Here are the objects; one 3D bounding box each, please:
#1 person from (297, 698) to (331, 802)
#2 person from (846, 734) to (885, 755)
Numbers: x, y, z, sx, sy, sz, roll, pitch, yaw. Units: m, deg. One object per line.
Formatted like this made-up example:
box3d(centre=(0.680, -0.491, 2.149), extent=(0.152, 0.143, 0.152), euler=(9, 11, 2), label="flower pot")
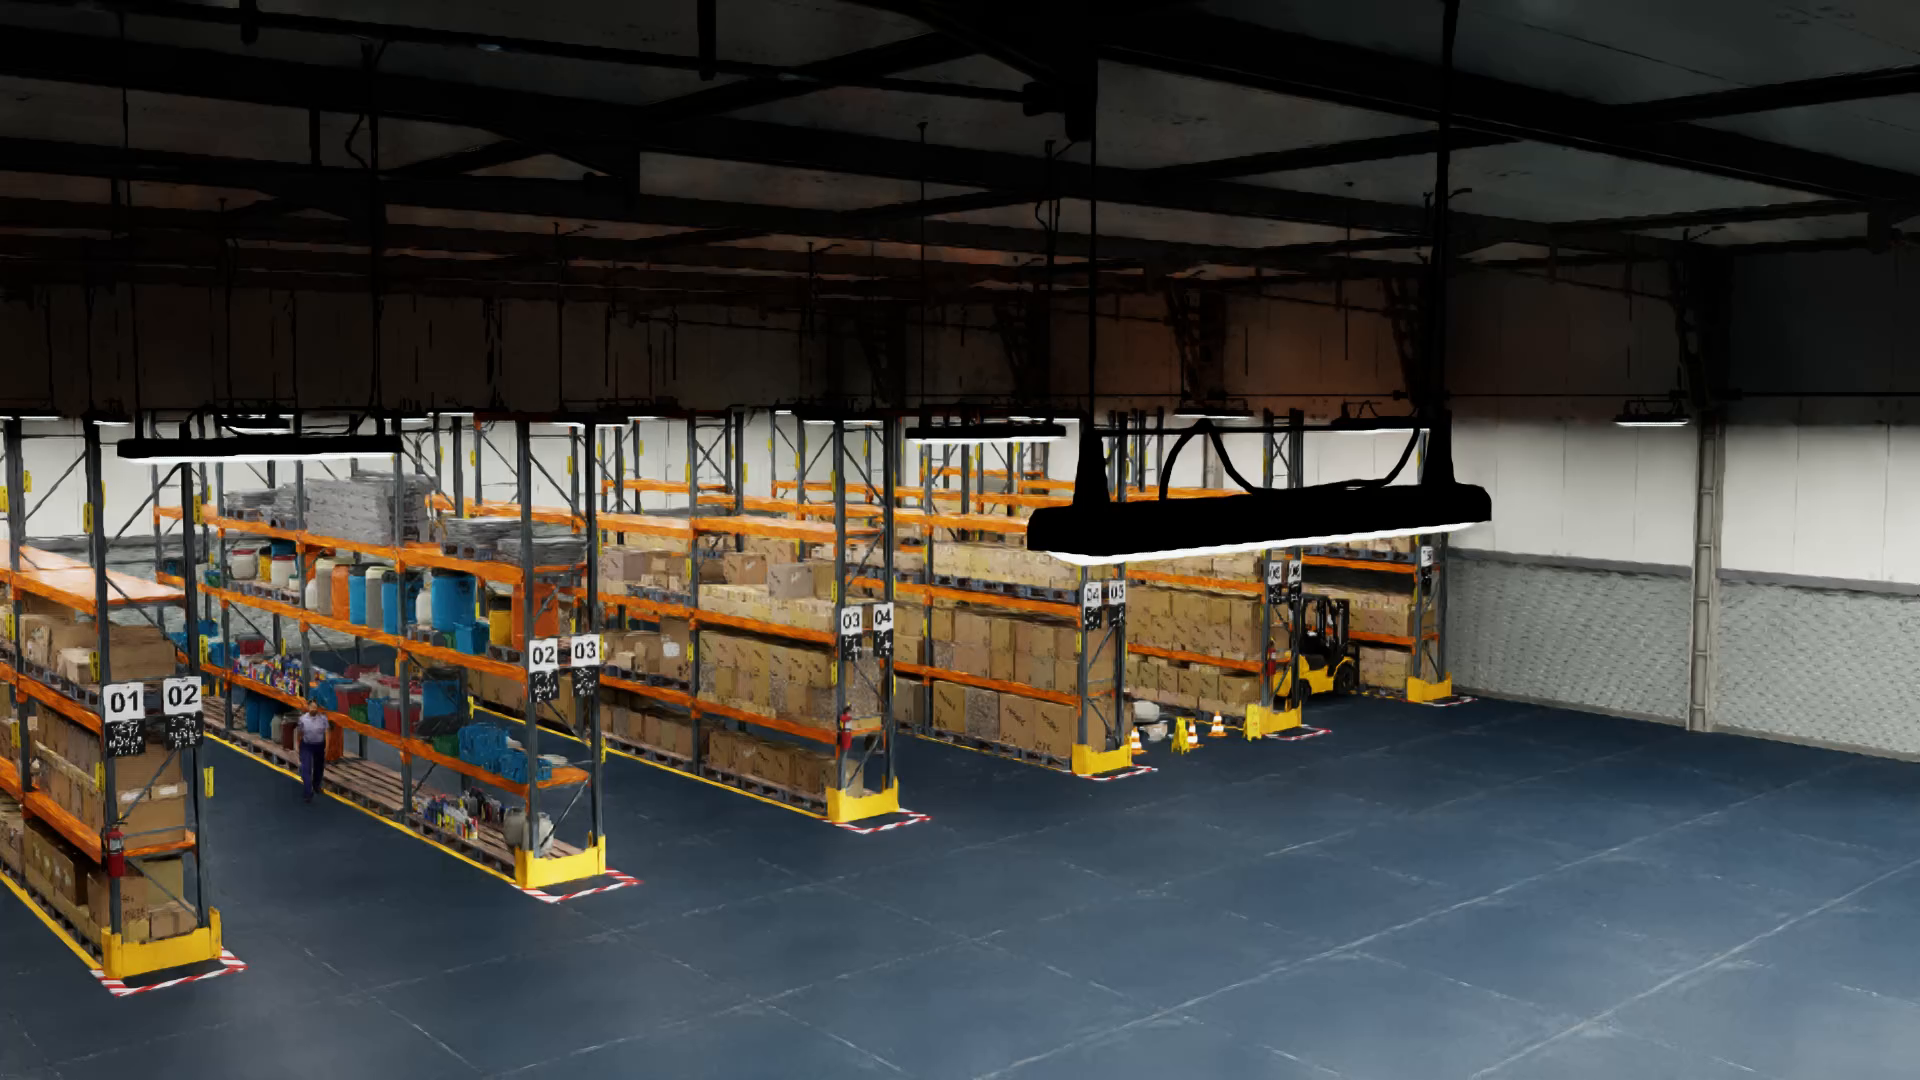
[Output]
box3d(centre=(-10.088, 3.248, 25.986), extent=(0.478, 1.579, 1.004), euler=(-3, 6, -31), label="person")
box3d(centre=(-1.808, 2.907, 29.101), extent=(0.826, 1.736, 0.722), euler=(4, 6, 36), label="person")
